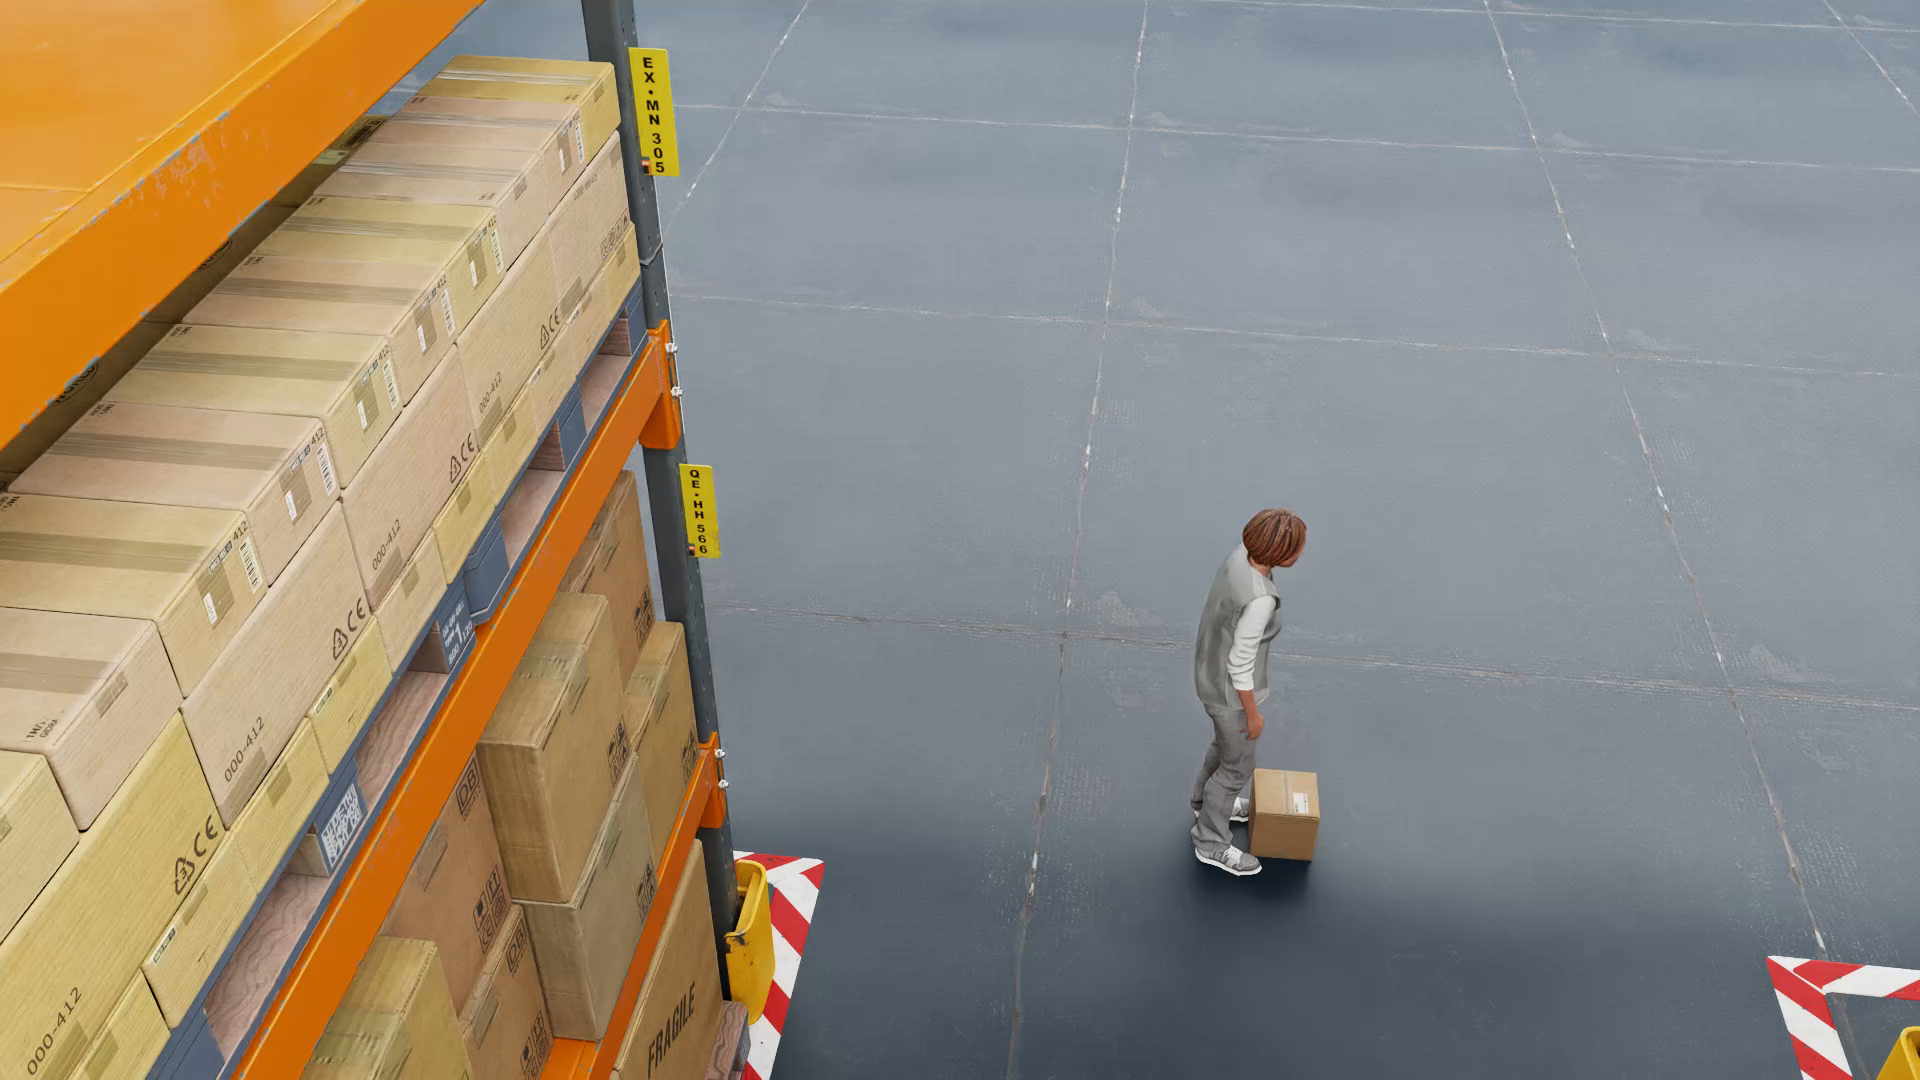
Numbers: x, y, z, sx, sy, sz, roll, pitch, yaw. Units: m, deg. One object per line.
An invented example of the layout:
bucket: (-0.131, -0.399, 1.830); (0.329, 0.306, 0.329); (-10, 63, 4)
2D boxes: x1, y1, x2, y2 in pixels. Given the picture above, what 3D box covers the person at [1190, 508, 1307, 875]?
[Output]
person: (1.059, 0.549, 6.307); (0.342, 1.594, 0.482); (3, 37, 4)
